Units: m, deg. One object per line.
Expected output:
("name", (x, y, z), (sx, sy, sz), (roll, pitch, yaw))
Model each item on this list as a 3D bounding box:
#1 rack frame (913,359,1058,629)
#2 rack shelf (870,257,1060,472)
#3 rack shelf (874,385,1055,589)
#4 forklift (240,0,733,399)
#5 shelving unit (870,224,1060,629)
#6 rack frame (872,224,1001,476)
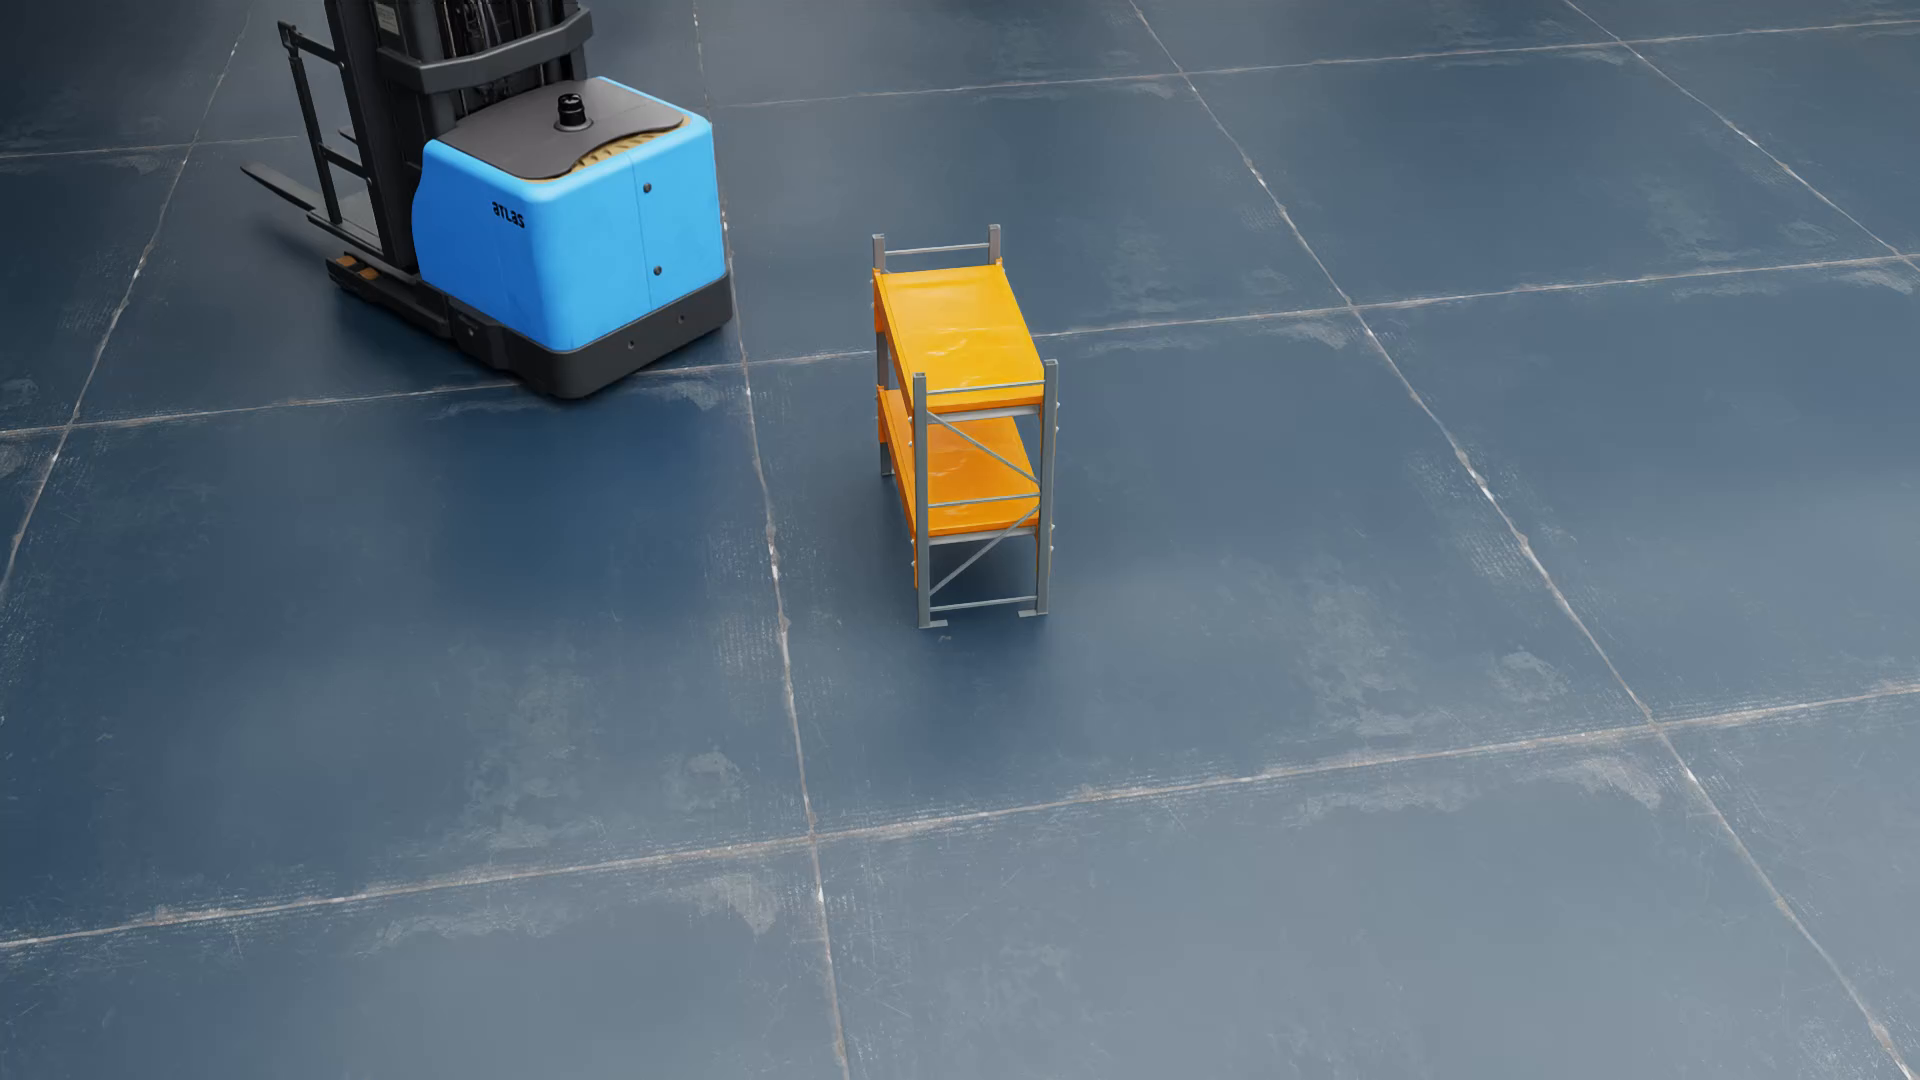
("rack frame", (0.088, -0.141, 6.015), (0.500, 1.125, 0.032), (-6, 38, -8))
("rack shelf", (-0.001, -0.679, 6.231), (0.538, 0.278, 1.000), (-6, 38, -8))
("rack shelf", (-0.001, -0.255, 6.560), (0.538, 0.278, 1.000), (-6, 38, -8))
("forklift", (-2.539, -2.557, 7.653), (3.031, 2.935, 1.130), (28, 46, 31))
("shelving unit", (-0.001, -0.448, 6.410), (0.538, 1.125, 1.048), (-6, 38, -8))
("rack frame", (-0.090, -0.755, 6.805), (0.500, 1.125, 0.032), (-6, 38, -8))
